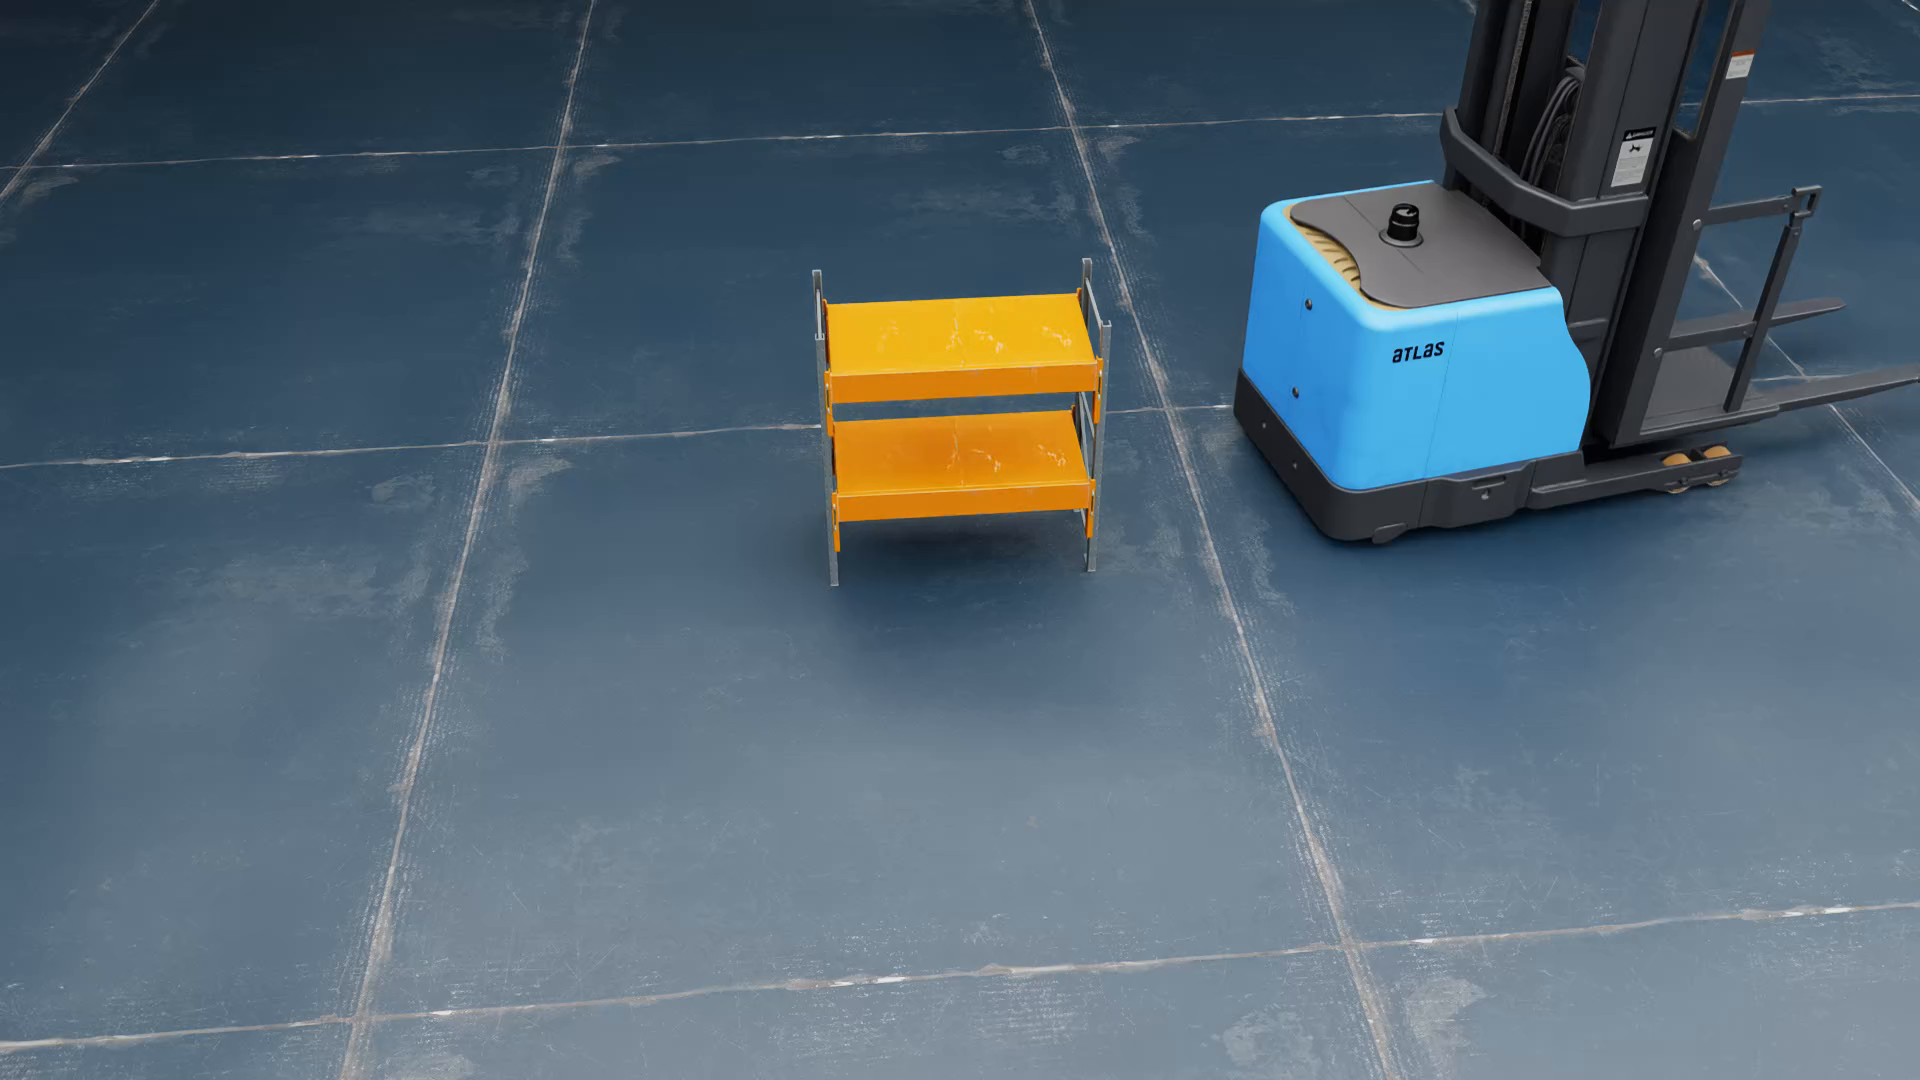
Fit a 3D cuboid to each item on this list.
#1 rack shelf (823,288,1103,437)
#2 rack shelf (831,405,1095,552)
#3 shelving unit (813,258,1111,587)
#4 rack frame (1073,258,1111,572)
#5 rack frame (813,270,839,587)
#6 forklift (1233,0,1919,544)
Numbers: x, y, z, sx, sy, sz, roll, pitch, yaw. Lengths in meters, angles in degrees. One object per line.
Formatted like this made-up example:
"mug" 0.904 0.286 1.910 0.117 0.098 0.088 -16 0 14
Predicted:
"rack shelf" -0.007 -0.671 6.220 1.000 0.278 0.538 -3 38 -4
"rack shelf" -0.007 -0.249 6.553 1.000 0.278 0.538 -3 38 -4
"shelving unit" -0.007 -0.441 6.401 1.048 1.125 0.538 -3 38 -4
"rack frame" 0.500 -0.469 6.436 0.032 1.125 0.500 -3 38 -4
"rack frame" -0.513 -0.413 6.366 0.032 1.125 0.500 -3 38 -4
"forklift" 2.782 -1.651 6.476 3.031 2.935 1.130 -10 39 -13
